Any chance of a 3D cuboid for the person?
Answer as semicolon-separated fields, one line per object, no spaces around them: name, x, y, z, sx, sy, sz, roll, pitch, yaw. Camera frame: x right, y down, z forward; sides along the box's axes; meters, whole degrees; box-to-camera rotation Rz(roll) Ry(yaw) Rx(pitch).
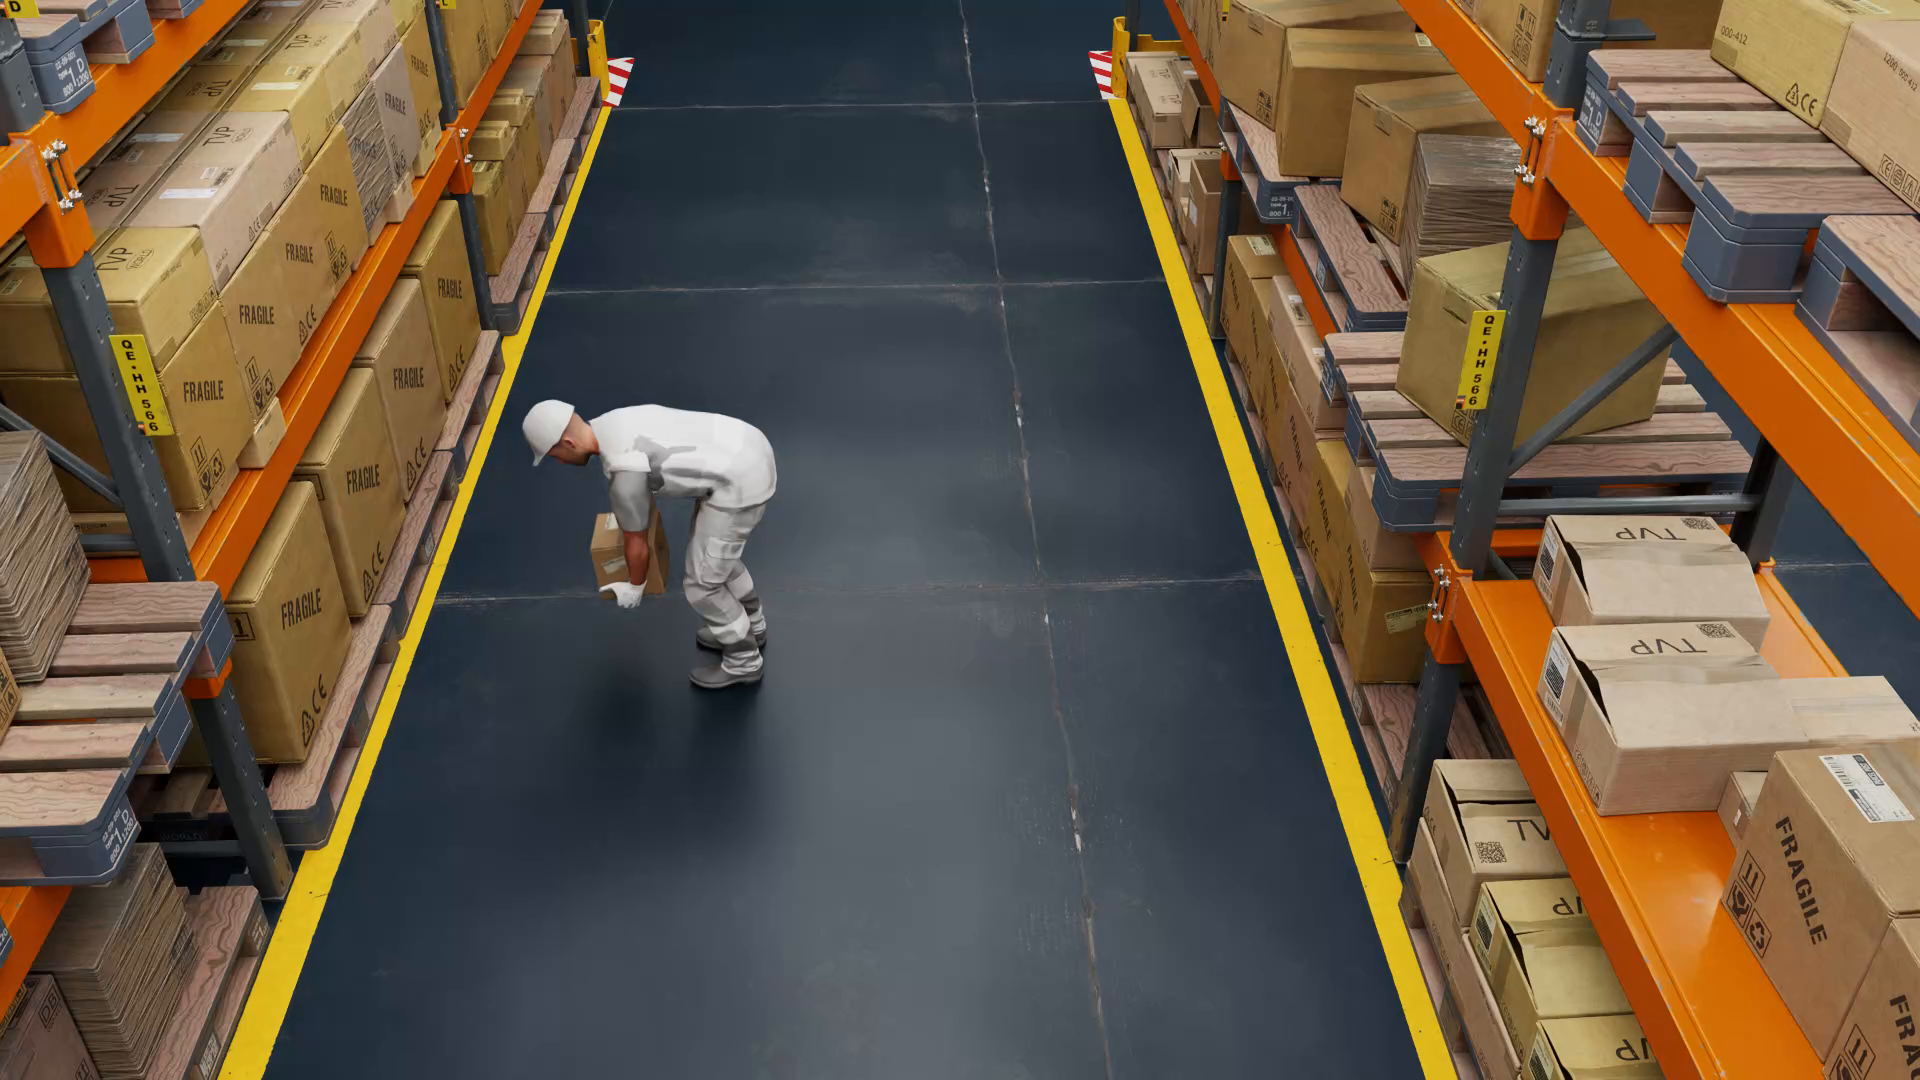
person;-1.176;-0.009;6.584;0.935;1.273;0.491;-2;35;-3
